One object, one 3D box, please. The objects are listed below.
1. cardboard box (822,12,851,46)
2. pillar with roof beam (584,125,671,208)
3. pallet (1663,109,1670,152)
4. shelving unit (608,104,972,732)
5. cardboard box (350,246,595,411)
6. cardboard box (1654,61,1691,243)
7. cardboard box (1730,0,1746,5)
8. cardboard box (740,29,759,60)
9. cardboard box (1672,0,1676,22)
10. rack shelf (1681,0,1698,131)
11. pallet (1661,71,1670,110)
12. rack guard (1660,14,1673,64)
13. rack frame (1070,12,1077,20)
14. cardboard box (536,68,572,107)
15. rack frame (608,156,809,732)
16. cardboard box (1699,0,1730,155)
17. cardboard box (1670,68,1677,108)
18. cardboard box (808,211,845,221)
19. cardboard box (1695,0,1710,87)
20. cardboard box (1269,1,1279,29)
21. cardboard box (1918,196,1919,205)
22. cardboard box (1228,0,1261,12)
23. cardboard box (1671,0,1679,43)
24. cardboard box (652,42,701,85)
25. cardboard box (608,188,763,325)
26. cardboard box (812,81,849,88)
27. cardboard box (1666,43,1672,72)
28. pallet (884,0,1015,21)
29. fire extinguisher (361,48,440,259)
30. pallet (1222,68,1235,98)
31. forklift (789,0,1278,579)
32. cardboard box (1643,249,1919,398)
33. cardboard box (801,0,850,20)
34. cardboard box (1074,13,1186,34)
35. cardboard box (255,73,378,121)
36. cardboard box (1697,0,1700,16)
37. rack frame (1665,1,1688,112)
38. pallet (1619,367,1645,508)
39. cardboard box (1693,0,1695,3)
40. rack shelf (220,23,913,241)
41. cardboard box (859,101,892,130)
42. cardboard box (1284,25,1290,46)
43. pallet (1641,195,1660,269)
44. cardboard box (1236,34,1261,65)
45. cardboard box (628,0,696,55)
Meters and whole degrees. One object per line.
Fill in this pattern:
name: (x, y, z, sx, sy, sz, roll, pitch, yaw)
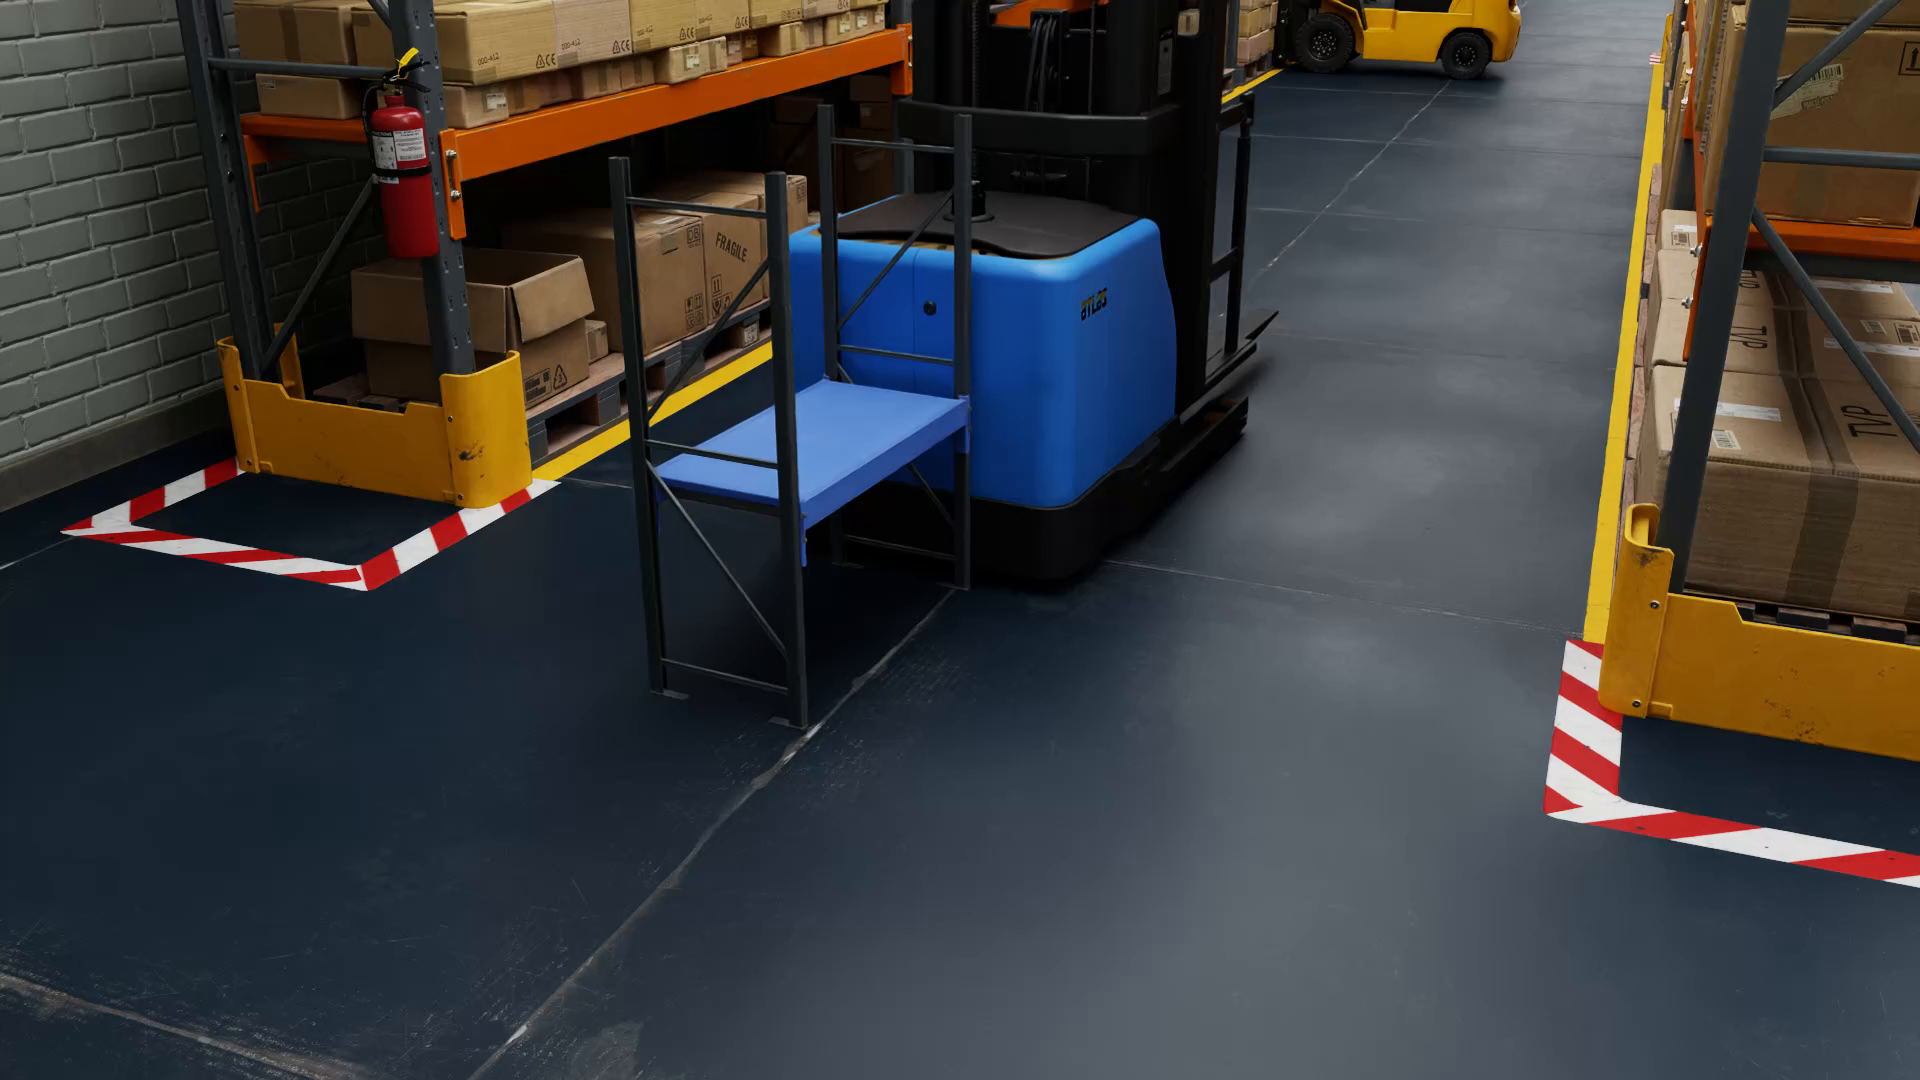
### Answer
cardboard box: (-0.774, -2.579, 8.359, 0.380, 0.149, 0.250, 9, 24, 21)
pillar with roof beam: (2.162, -5.070, 6.213, 9.100, 9.000, 0.400, 9, 24, 20)
pallet: (6.103, -3.188, 13.109, 1.003, 0.211, 1.213, 9, 24, 20)
shelving unit: (-0.421, -0.395, 4.750, 0.538, 1.500, 1.048, 11, 25, 24)
cardboard box: (-1.910, -0.854, 6.597, 0.797, 0.503, 0.637, 8, 24, 18)
cardboard box: (4.355, -2.100, 9.098, 0.875, 0.875, 0.875, 10, 24, 22)
cardboard box: (2.510, -1.803, 4.748, 0.500, 0.500, 0.500, 9, 24, 20)
cardboard box: (-1.165, -2.318, 7.733, 0.380, 0.149, 0.250, 9, 24, 21)
cardboard box: (7.763, -5.637, 17.402, 0.500, 0.500, 0.500, 8, 24, 18)
rack shelf: (4.614, -2.713, 9.286, 1.077, 0.370, 4.000, 9, 24, 20)
pallet: (7.059, -4.151, 15.413, 1.003, 0.211, 1.213, 9, 24, 20)
rack guard: (8.300, -5.443, 18.131, 1.175, 0.500, 0.348, 9, 24, 20)
rack frame: (0.747, -4.470, 12.559, 1.000, 3.000, 0.127, 9, 24, 20)
cardboard box: (-1.731, -1.766, 6.412, 0.380, 0.149, 0.250, 8, 24, 19)
rack frame: (-0.644, -0.219, 4.328, 0.500, 1.500, 0.032, 11, 25, 24)
cardboard box: (2.701, -1.517, 5.361, 0.500, 0.500, 0.500, 10, 24, 22)
cardboard box: (6.386, -3.727, 13.646, 0.950, 0.372, 0.625, 10, 25, 23)
cardboard box: (-0.673, -1.675, 9.023, 0.380, 0.149, 0.250, 8, 24, 18)
cardboard box: (3.263, -2.065, 6.673, 0.500, 0.500, 0.500, 9, 24, 20)
cardboard box: (3.081, -5.545, 17.506, 0.500, 0.250, 0.500, 9, 24, 20)
cardboard box: (2.830, -1.074, 4.301, 0.500, 0.500, 0.500, 9, 24, 20)
cardboard box: (2.703, -5.416, 16.549, 0.500, 0.250, 0.500, 8, 24, 19)
cardboard box: (7.189, -5.078, 16.065, 0.500, 0.500, 0.500, 10, 25, 23)
cardboard box: (-1.323, -2.023, 7.028, 0.380, 0.149, 0.250, 8, 24, 19)
cardboard box: (-1.267, -1.328, 7.735, 0.500, 0.500, 0.500, 9, 24, 21)
cardboard box: (-0.695, -2.734, 10.260, 0.380, 0.149, 0.250, 9, 24, 21)
cardboard box: (7.001, -4.559, 15.795, 0.500, 0.250, 0.500, 8, 24, 19)
pallet: (-0.341, -3.220, 9.816, 1.003, 0.211, 1.213, 9, 24, 20)
fire extinguisher: (-1.851, -1.280, 5.508, 0.296, 0.674, 0.183, 9, 24, 20)
pallet: (1.995, -4.345, 15.879, 1.003, 0.211, 1.213, 9, 24, 20)
forklift: (0.516, -1.760, 6.160, 1.130, 2.935, 3.031, 11, 25, 24)
cardboard box: (3.206, -0.811, 6.579, 0.875, 0.438, 0.875, 8, 24, 18)
cardboard box: (-0.874, -2.708, 8.149, 0.500, 0.250, 0.500, 9, 24, 20)
cardboard box: (1.476, -4.265, 14.605, 0.875, 0.625, 0.625, 8, 24, 18)
cardboard box: (-2.351, -1.648, 6.130, 0.380, 0.149, 0.250, 8, 24, 19)
cardboard box: (4.386, -3.002, 9.239, 0.500, 0.250, 0.500, 9, 24, 20)
rack frame: (6.842, -5.192, 14.288, 1.000, 3.000, 0.127, 9, 24, 20)
pallet: (3.064, -0.343, 6.298, 1.003, 0.211, 1.213, 9, 24, 20)
cardboard box: (4.941, -3.552, 10.557, 0.500, 0.250, 0.500, 8, 24, 19)
rack shelf: (-1.482, -1.991, 7.557, 1.077, 0.370, 4.000, 9, 24, 20)
cardboard box: (-0.359, -2.468, 9.624, 0.380, 0.149, 0.250, 10, 25, 23)
cardboard box: (3.277, -5.501, 18.050, 0.500, 0.250, 0.500, 10, 25, 22)
pallet: (4.539, -1.767, 9.707, 1.003, 0.211, 1.213, 9, 24, 20)
cardboard box: (2.719, -4.952, 16.736, 0.500, 0.250, 0.500, 9, 24, 21)
cardboard box: (-1.434, -2.161, 6.841, 0.500, 0.250, 0.500, 8, 24, 19)
